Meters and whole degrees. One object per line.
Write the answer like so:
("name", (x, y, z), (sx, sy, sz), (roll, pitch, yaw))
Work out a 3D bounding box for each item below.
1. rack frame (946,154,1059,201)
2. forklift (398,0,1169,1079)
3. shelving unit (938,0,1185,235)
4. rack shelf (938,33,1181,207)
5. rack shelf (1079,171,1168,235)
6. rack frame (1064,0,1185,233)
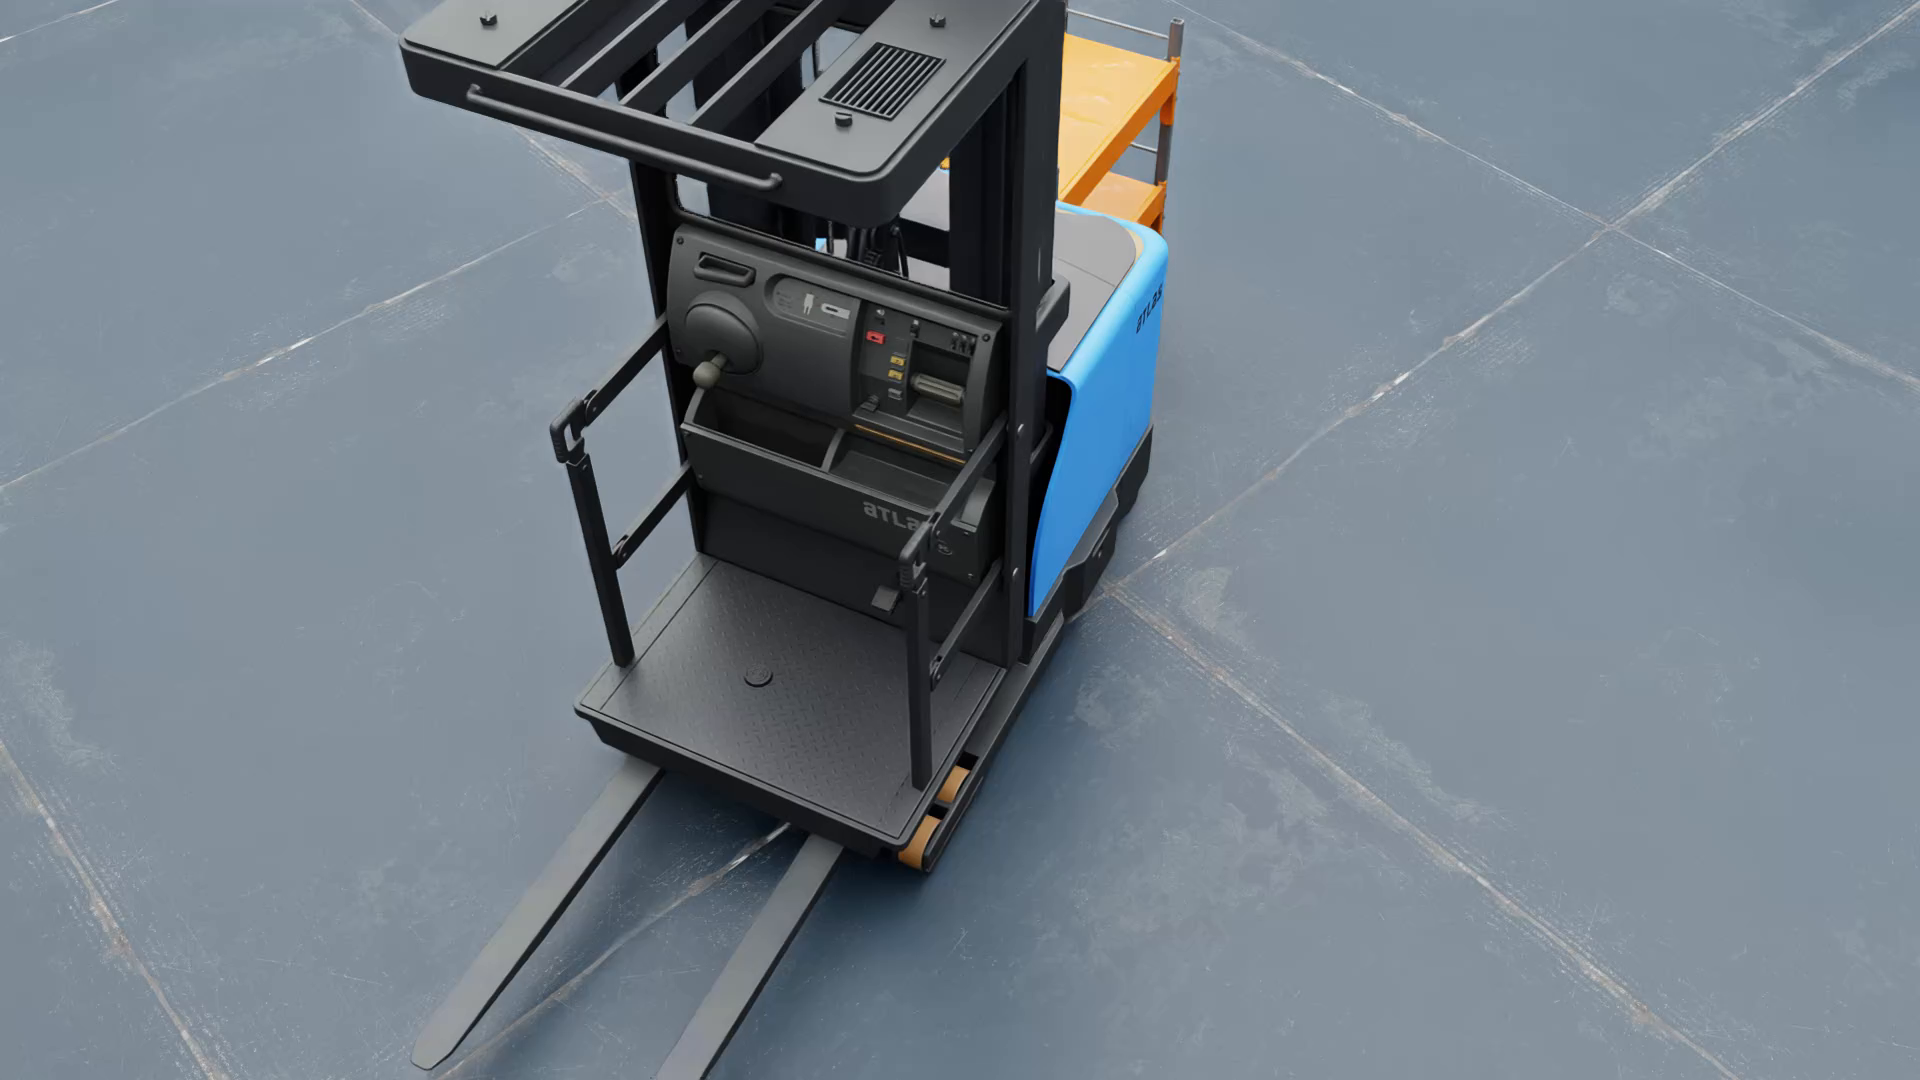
("rack frame", (0.092, -0.891, 5.807), (0.500, 1.125, 0.032), (22, 51, 19))
("forklift", (-0.434, -0.409, 4.134), (1.130, 2.935, 3.031), (20, 50, 17))
("shelving unit", (0.333, -1.220, 6.111), (0.538, 1.125, 1.048), (22, 51, 19))
("rack shelf", (0.333, -1.419, 5.895), (0.538, 0.278, 1.000), (22, 51, 19))
("rack shelf", (0.333, -1.054, 6.290), (0.538, 0.278, 1.000), (22, 51, 19))
("rack frame", (0.575, -1.549, 6.414), (0.500, 1.125, 0.032), (22, 51, 19))
